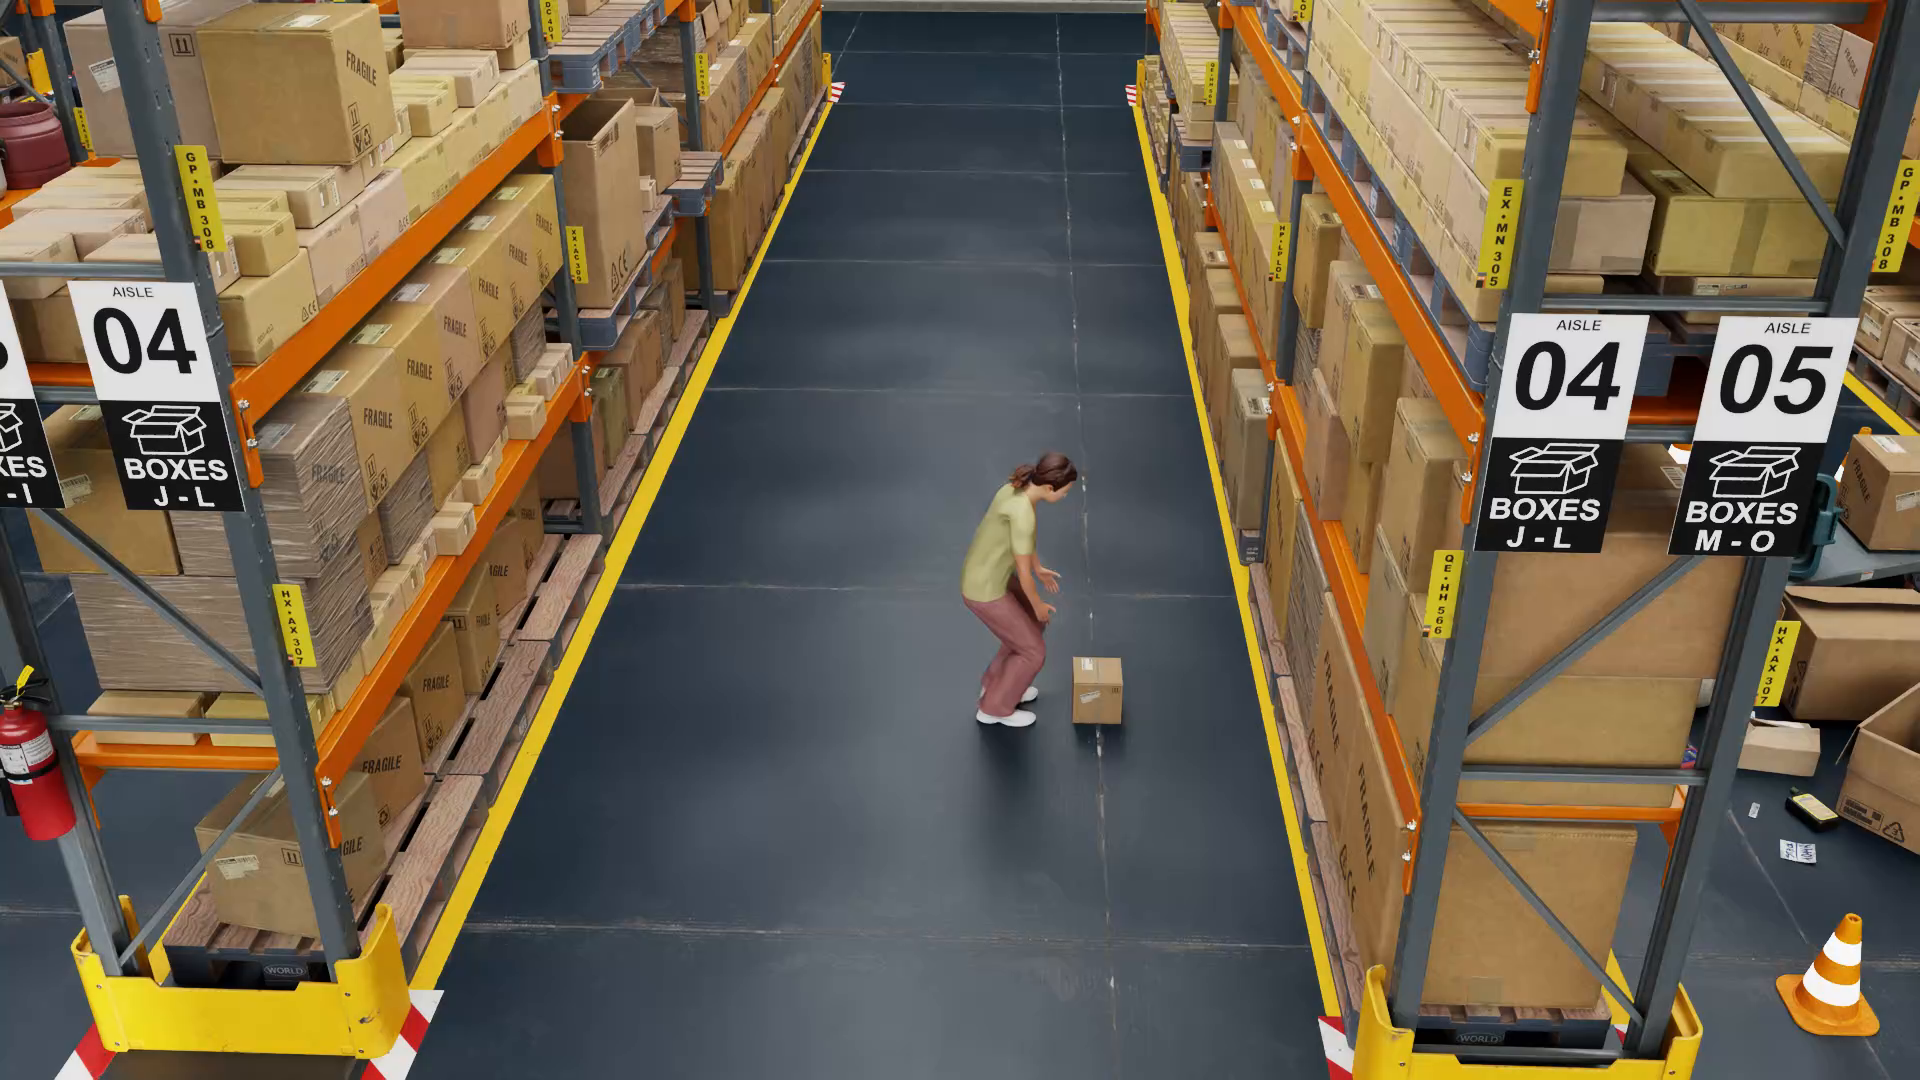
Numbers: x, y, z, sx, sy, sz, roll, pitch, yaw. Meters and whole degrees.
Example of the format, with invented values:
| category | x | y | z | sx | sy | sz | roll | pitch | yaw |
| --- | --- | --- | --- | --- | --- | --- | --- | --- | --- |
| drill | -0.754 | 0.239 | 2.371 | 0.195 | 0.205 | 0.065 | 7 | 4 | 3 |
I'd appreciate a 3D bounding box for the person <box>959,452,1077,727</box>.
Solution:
| category | x | y | z | sx | sy | sz | roll | pitch | yaw |
| --- | --- | --- | --- | --- | --- | --- | --- | --- | --- |
| person | 0.286 | 0.228 | 8.423 | 0.575 | 1.469 | 0.504 | 1 | 28 | 2 |
